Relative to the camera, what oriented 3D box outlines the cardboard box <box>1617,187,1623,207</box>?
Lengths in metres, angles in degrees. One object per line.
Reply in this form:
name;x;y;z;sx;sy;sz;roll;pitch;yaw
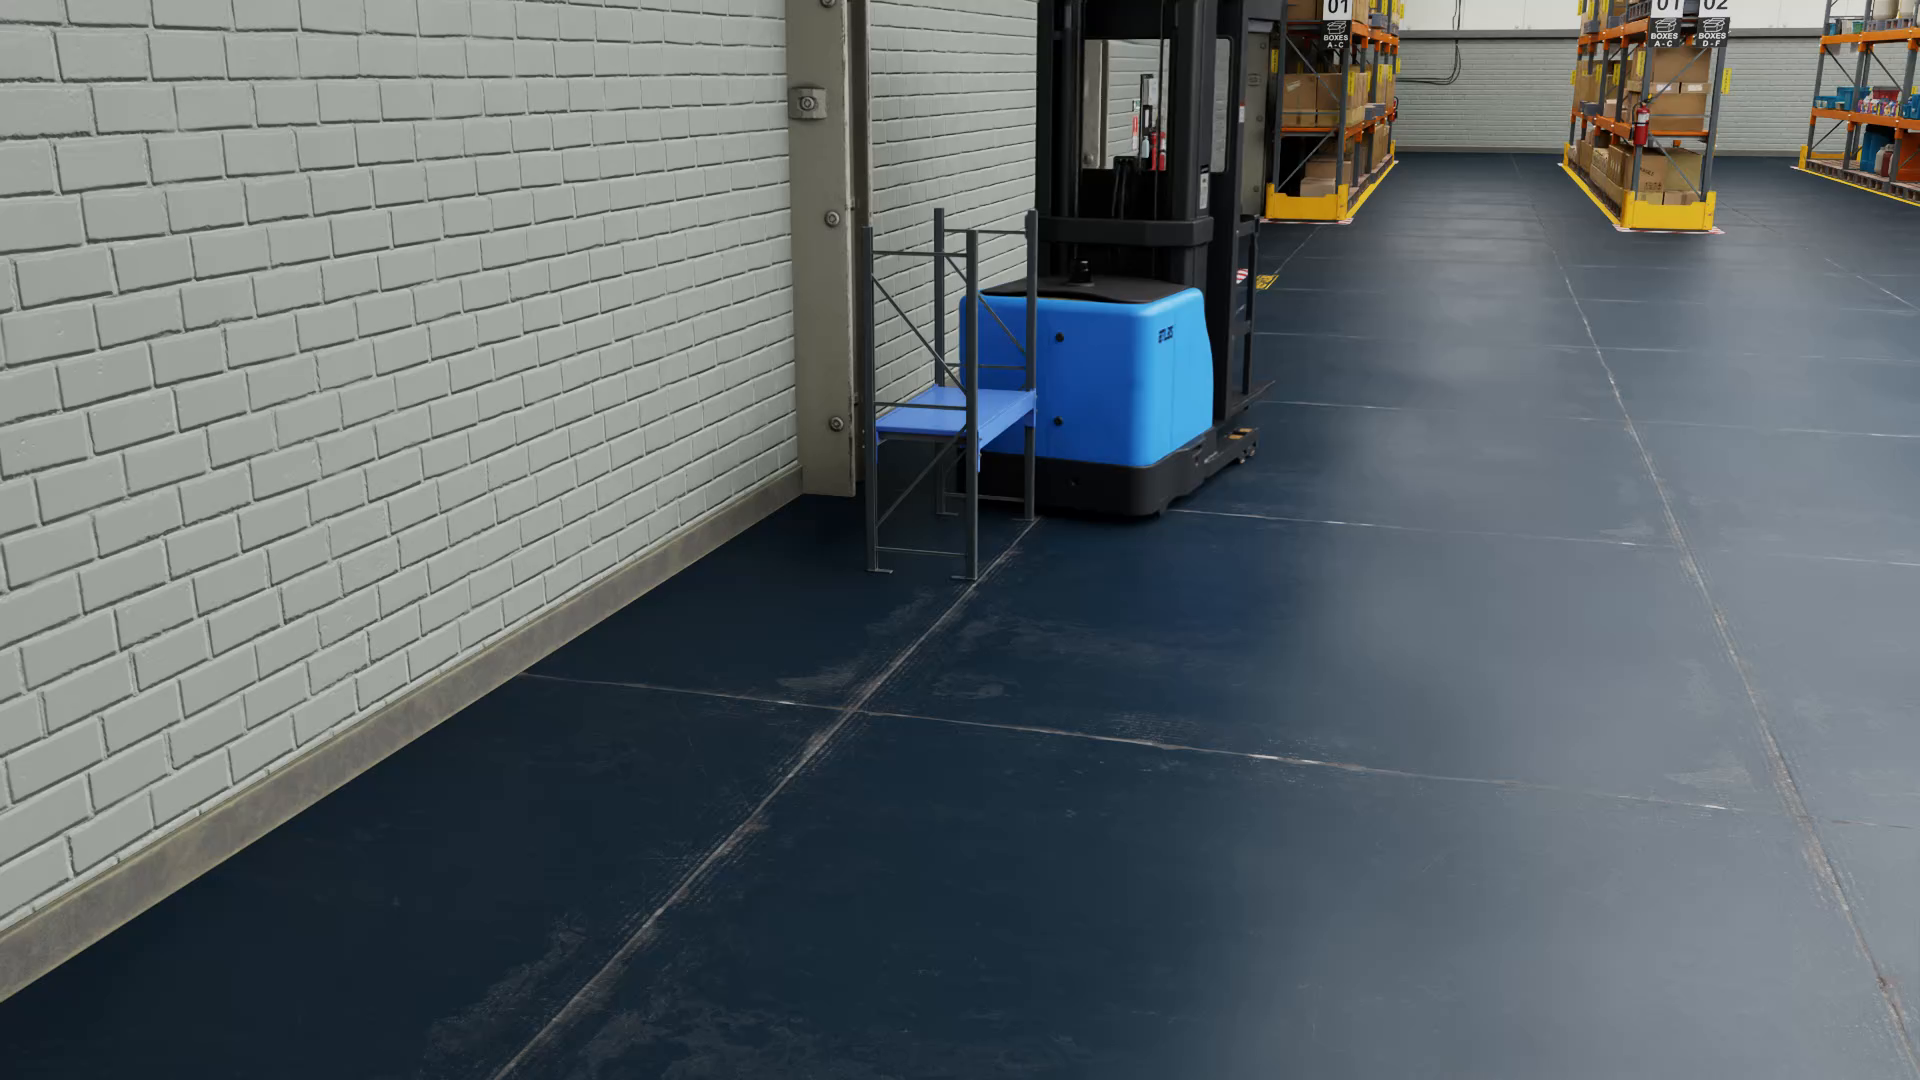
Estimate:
cardboard box;9.845;-4.981;24.161;0.500;0.250;0.500;5;16;16

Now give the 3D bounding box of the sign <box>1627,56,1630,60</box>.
sign;14.919;-10.653;37.190;0.100;0.325;0.005;5;16;16

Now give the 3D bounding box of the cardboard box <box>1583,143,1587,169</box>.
cardboard box;12.595;-7.577;32.820;0.500;0.500;0.500;5;17;17

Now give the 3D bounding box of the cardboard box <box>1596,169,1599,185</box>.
cardboard box;11.259;-6.262;28.680;0.500;0.250;0.500;5;17;17

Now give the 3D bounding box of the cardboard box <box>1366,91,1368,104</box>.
cardboard box;7.112;-8.270;30.500;0.700;0.500;0.500;3;16;11

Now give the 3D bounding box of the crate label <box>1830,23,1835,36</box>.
crate label;18.569;-10.762;35.052;0.408;0.251;0.502;5;16;16

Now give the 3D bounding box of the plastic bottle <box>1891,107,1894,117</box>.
plastic bottle;16.717;-7.672;29.746;0.097;0.201;0.097;0;16;0

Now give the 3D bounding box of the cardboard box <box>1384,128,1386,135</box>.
cardboard box;9.237;-9.040;36.827;0.380;0.149;0.250;4;16;14

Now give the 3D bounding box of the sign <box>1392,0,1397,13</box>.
sign;9.028;-11.133;34.561;0.100;0.325;0.005;5;16;16

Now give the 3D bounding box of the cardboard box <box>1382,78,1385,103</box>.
cardboard box;8.329;-9.125;33.737;0.500;0.500;0.500;5;16;16

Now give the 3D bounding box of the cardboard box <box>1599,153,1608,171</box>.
cardboard box;11.109;-6.397;28.127;0.500;0.311;0.500;5;16;16

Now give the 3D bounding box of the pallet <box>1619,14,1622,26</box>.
pallet;11.697;-8.774;28.116;1.003;0.211;1.213;5;17;18

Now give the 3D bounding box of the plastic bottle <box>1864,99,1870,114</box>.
plastic bottle;17.344;-8.283;31.772;0.097;0.271;0.097;0;16;0

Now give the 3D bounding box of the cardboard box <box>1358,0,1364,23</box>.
cardboard box;5.892;-8.174;25.434;0.500;0.500;0.500;6;17;19

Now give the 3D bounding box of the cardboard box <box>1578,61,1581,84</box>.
cardboard box;13.725;-10.158;36.130;0.500;0.500;0.500;5;17;17

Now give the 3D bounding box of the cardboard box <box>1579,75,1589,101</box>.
cardboard box;12.907;-9.089;33.425;0.700;0.500;0.500;-1;16;-3

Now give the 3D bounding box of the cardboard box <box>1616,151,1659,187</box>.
cardboard box;9.983;-5.472;24.521;0.500;0.500;0.500;5;16;16

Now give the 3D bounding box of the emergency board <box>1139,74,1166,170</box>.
emergency board;2.021;-4.226;17.233;0.194;1.169;0.643;5;16;16

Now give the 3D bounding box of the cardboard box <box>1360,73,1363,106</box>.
cardboard box;6.104;-7.125;26.315;0.500;0.500;0.500;4;16;14

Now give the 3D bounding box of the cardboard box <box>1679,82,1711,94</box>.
cardboard box;10.164;-6.253;23.004;0.380;0.149;0.250;5;16;15

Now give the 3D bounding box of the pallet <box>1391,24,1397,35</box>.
pallet;9.096;-11.261;36.699;1.003;0.211;1.213;5;16;16

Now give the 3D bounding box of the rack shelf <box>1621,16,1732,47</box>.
rack shelf;10.414;-7.427;24.337;1.077;0.370;4.000;5;16;16

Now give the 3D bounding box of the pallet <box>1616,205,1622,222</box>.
pallet;10.023;-4.668;23.901;1.003;0.211;1.213;5;16;16

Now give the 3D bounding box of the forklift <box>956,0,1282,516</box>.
forklift;1.064;-1.881;9.091;1.130;2.935;3.031;7;17;24

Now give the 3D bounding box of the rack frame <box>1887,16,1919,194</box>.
rack frame;16.867;-7.514;28.825;1.000;3.000;0.127;5;16;16

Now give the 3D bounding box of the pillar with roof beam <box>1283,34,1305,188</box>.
pillar with roof beam;10.297;-10.562;28.575;9.100;9.000;0.400;5;16;16

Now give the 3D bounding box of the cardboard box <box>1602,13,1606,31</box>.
cardboard box;12.356;-9.641;30.642;0.910;0.500;0.500;5;16;16

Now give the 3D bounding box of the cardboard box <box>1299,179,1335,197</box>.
cardboard box;5.378;-5.282;25.075;0.500;0.311;0.500;3;16;10

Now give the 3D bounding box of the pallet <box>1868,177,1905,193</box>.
pallet;17.051;-6.382;29.944;1.003;0.211;1.213;5;16;16

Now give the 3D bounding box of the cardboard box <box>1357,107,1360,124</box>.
cardboard box;5.968;-6.632;25.952;0.500;0.250;0.500;5;17;16

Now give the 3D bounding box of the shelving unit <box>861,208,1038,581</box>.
shelving unit;-0.024;-0.699;7.546;0.538;1.500;1.048;5;16;16

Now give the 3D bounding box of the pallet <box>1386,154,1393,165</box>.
pallet;9.490;-8.819;38.534;1.003;0.211;1.213;5;16;16

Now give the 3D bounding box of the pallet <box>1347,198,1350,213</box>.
pallet;5.381;-5.078;25.345;1.003;0.211;1.213;5;16;16

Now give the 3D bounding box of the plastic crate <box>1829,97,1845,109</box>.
plastic crate;18.295;-9.094;34.589;0.416;0.233;0.300;5;16;16

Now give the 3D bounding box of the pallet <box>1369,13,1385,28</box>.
pallet;6.509;-8.742;28.000;1.213;0.211;1.003;5;16;16

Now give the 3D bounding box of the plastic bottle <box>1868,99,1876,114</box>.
plastic bottle;17.244;-8.167;31.354;0.152;0.276;0.135;5;16;16

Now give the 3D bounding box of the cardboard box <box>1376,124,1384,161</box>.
cardboard box;8.445;-8.317;34.824;0.750;0.750;0.750;5;17;17

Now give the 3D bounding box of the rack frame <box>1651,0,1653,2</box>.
rack frame;9.846;-8.693;21.985;1.000;3.000;0.127;5;16;16

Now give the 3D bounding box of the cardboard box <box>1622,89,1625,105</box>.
cardboard box;11.658;-7.507;28.617;0.500;0.500;0.500;4;16;13

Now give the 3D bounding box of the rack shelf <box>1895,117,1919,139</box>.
rack shelf;16.299;-6.645;27.078;1.077;0.370;4.000;5;16;16

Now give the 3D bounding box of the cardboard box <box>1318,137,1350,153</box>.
cardboard box;6.547;-6.915;29.113;0.500;0.250;0.500;4;16;15

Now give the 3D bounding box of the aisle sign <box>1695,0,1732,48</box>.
aisle sign;10.121;-7.016;22.304;0.394;0.787;0.004;5;16;16

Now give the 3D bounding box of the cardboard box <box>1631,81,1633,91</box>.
cardboard box;10.504;-6.956;25.484;0.380;0.149;0.250;4;16;15

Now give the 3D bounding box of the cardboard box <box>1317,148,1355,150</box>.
cardboard box;6.956;-6.973;30.693;0.700;0.500;0.500;5;16;16

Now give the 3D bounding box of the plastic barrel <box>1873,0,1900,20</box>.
plastic barrel;17.614;-10.153;31.612;0.433;0.535;0.433;0;16;0

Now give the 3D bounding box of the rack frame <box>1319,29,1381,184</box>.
rack frame;7.369;-8.283;31.533;1.000;3.000;0.127;5;16;16

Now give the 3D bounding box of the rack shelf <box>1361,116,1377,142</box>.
rack shelf;6.800;-7.413;29.787;1.077;0.370;4.000;5;16;16

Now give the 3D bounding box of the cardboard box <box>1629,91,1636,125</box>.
cardboard box;10.719;-6.646;25.580;0.700;0.500;0.500;4;16;15

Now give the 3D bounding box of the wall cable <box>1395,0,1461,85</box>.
wall cable;11.592;-13.220;43.637;3.097;2.526;0.112;5;16;16

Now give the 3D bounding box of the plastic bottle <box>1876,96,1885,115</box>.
plastic bottle;17.074;-8.050;30.804;0.144;0.351;0.185;5;16;16

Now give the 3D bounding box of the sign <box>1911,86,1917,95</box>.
sign;18.531;-8.651;32.324;0.100;0.325;0.005;5;16;16

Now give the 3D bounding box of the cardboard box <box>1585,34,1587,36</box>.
cardboard box;13.425;-10.726;34.926;0.500;0.250;0.500;5;16;16
